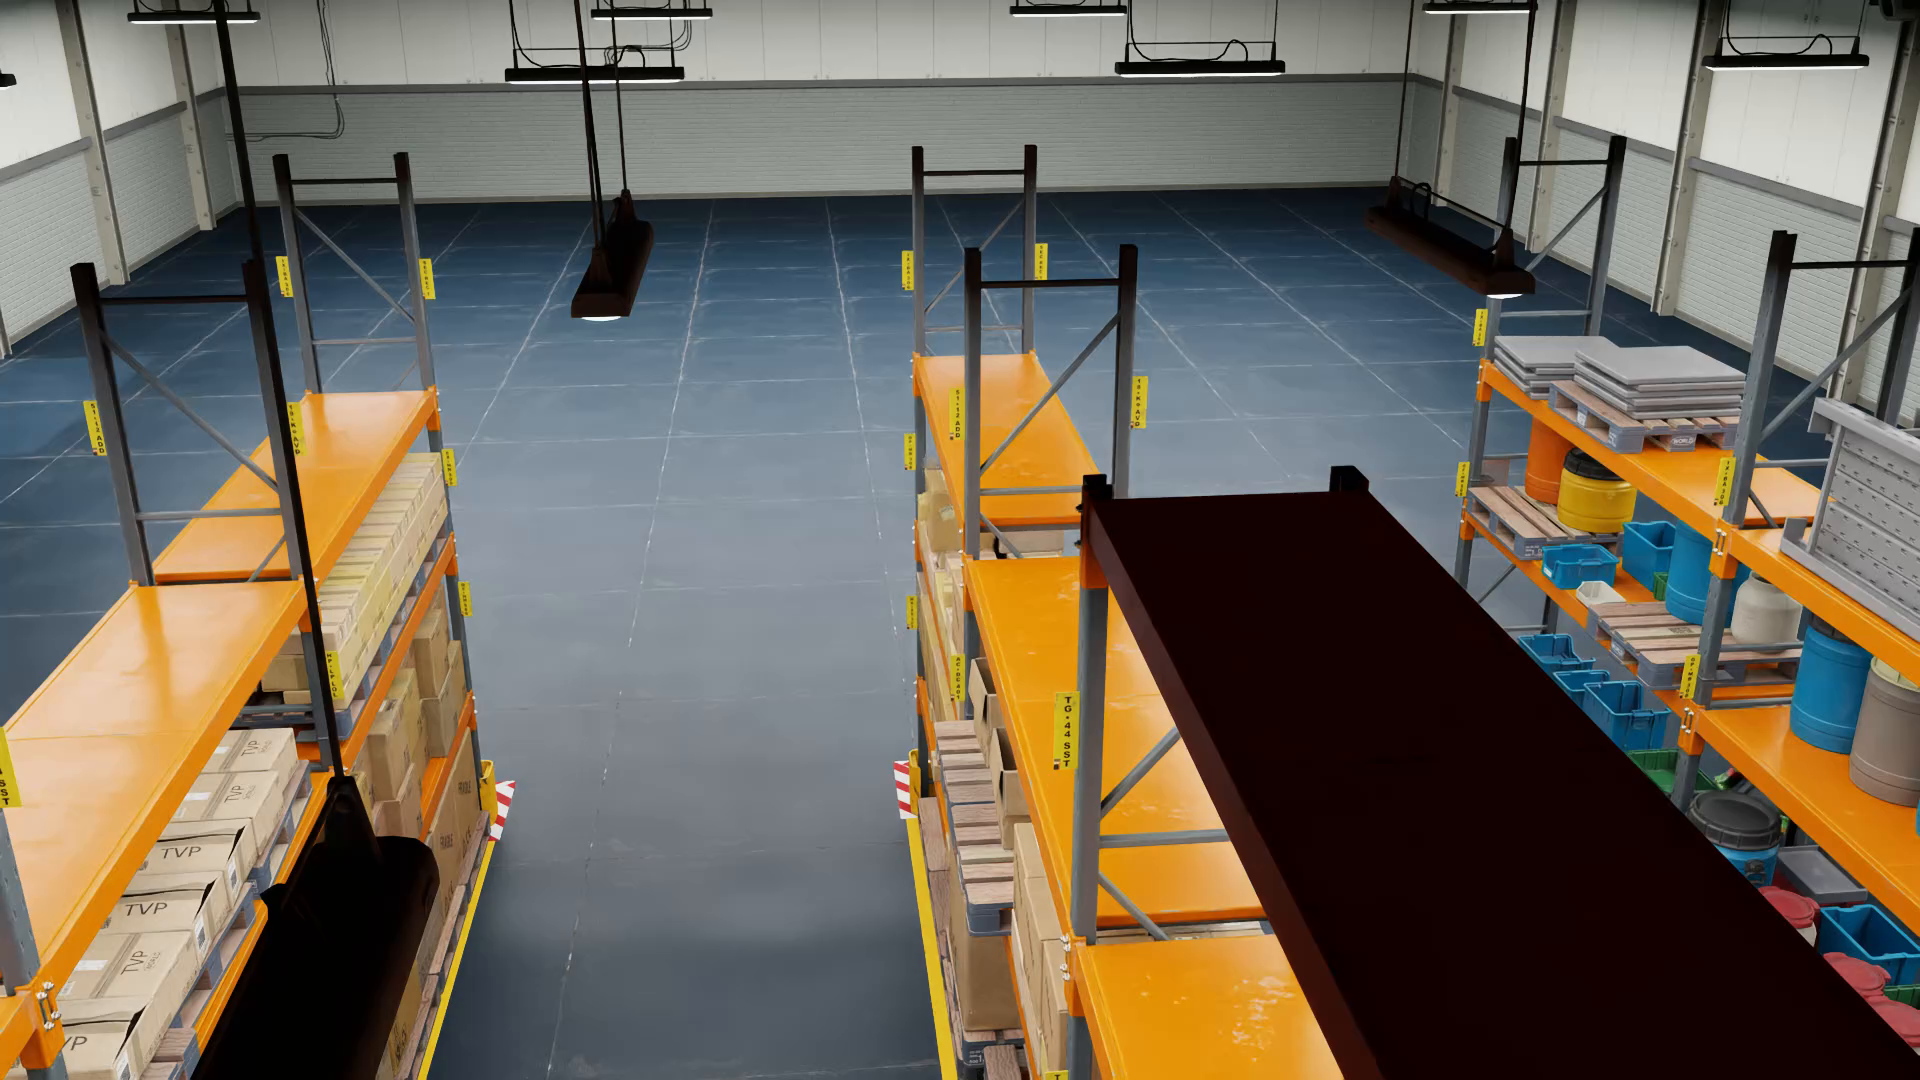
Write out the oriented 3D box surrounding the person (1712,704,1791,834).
[{"bbox_3d":[7.185,1.686,14.949,0.632,1.720,1.093,-13,25,-30],"label":"person"}]
